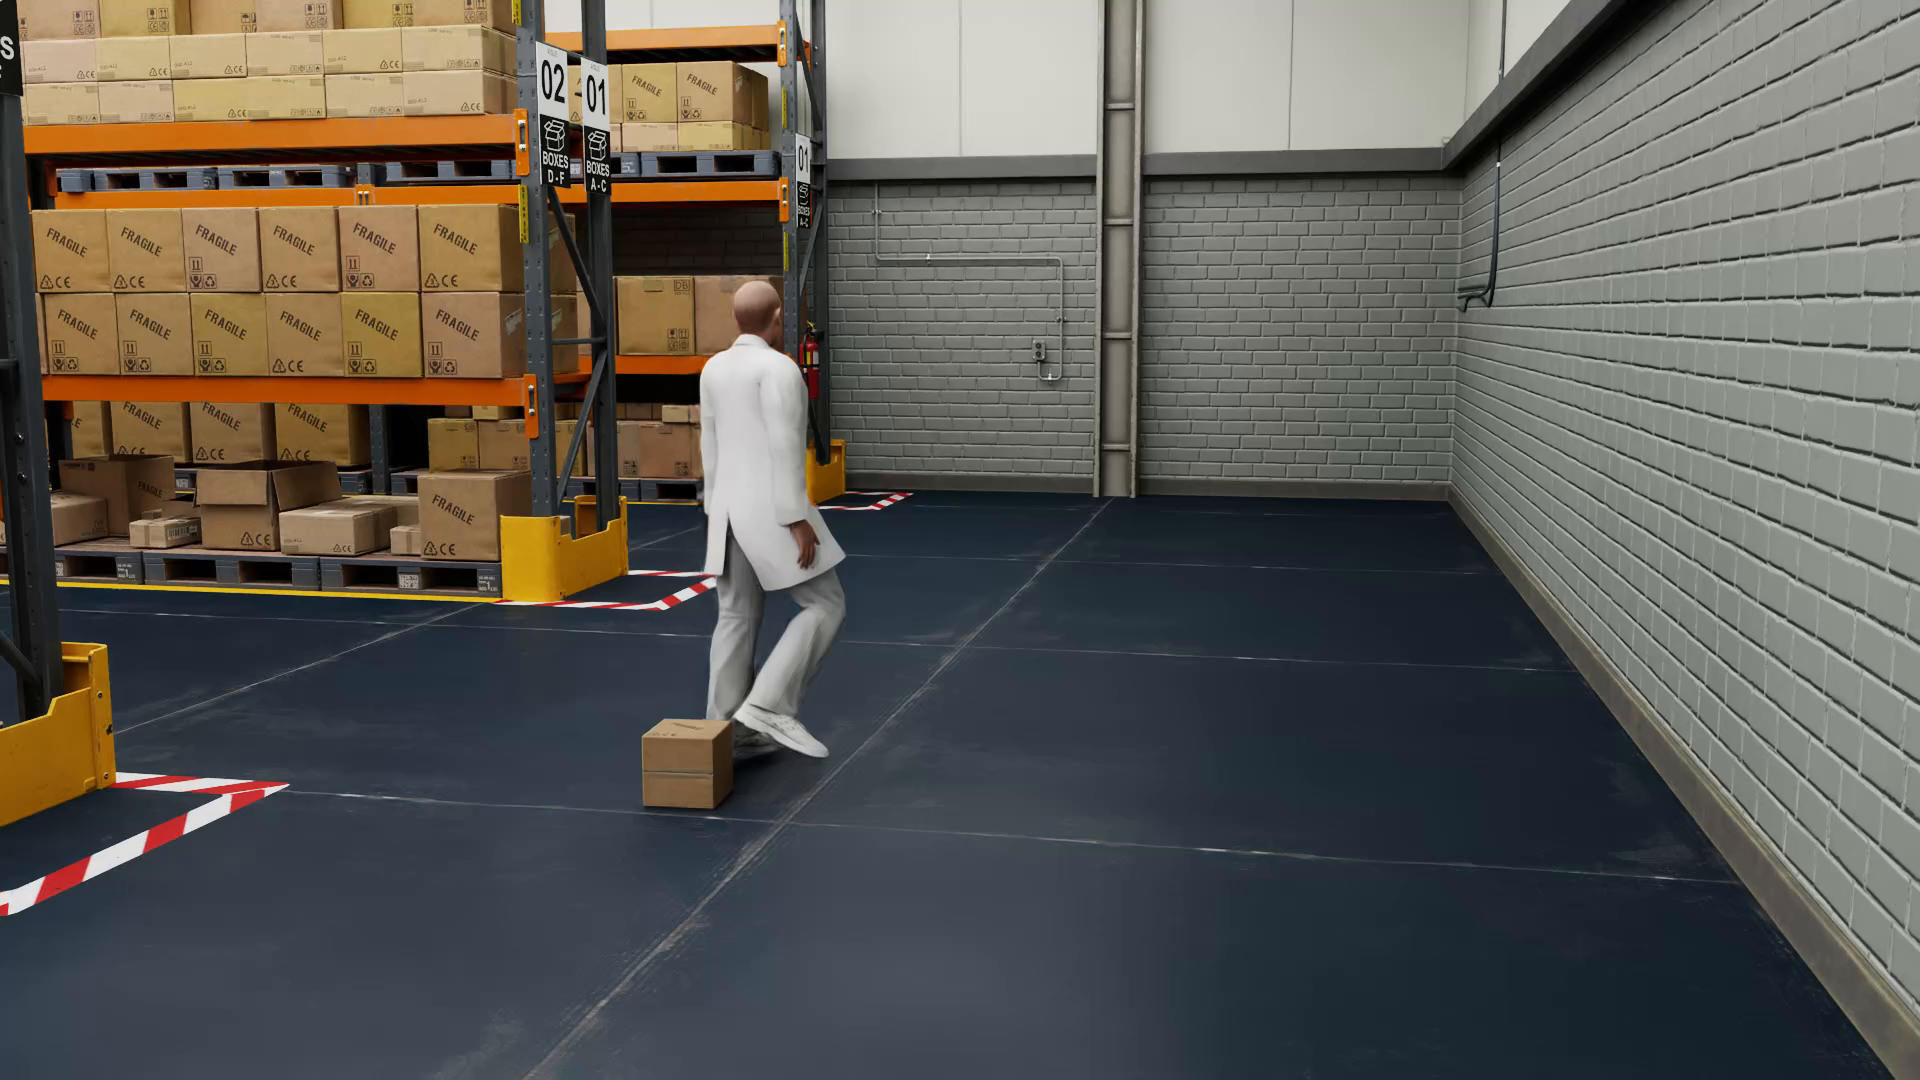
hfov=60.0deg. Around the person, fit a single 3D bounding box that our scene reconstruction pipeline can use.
[{"bbox_3d":[-0.730,-0.071,6.191,0.691,1.774,0.528,8,11,44],"label":"person"}]
